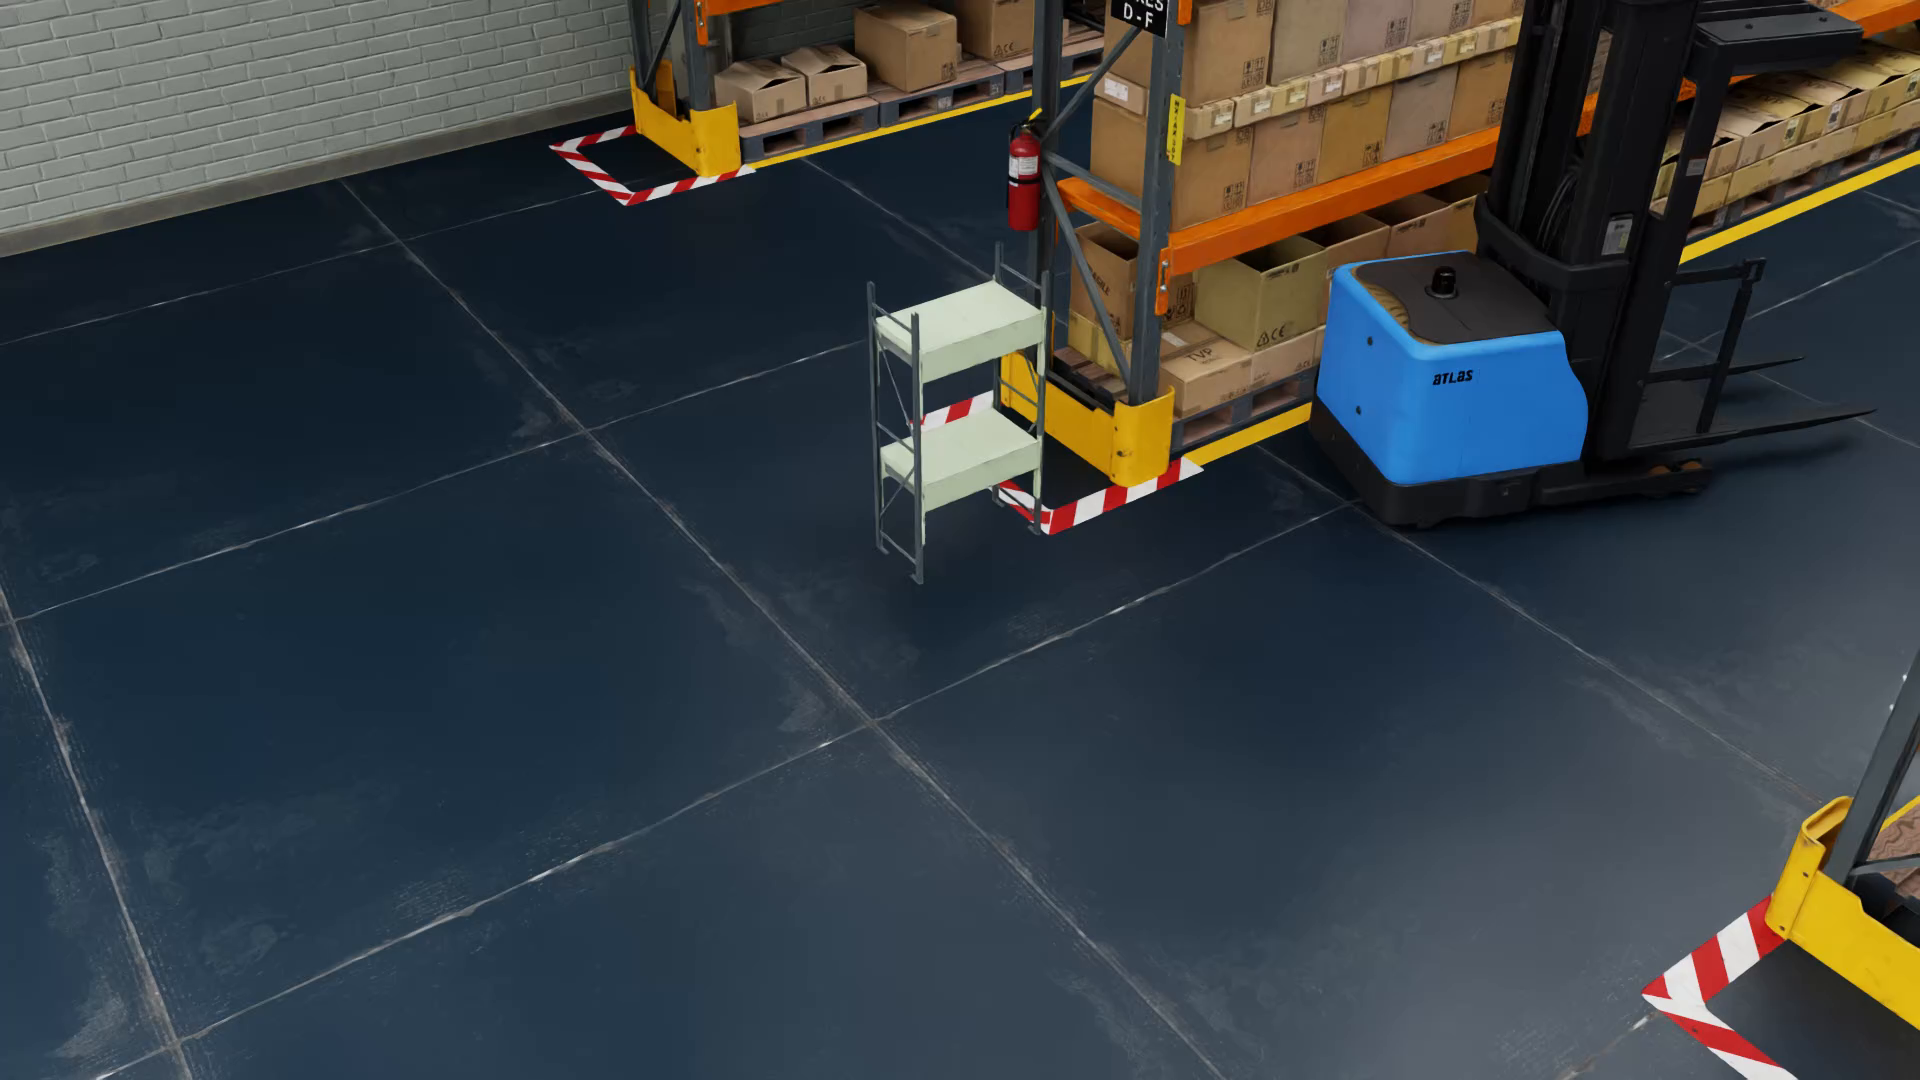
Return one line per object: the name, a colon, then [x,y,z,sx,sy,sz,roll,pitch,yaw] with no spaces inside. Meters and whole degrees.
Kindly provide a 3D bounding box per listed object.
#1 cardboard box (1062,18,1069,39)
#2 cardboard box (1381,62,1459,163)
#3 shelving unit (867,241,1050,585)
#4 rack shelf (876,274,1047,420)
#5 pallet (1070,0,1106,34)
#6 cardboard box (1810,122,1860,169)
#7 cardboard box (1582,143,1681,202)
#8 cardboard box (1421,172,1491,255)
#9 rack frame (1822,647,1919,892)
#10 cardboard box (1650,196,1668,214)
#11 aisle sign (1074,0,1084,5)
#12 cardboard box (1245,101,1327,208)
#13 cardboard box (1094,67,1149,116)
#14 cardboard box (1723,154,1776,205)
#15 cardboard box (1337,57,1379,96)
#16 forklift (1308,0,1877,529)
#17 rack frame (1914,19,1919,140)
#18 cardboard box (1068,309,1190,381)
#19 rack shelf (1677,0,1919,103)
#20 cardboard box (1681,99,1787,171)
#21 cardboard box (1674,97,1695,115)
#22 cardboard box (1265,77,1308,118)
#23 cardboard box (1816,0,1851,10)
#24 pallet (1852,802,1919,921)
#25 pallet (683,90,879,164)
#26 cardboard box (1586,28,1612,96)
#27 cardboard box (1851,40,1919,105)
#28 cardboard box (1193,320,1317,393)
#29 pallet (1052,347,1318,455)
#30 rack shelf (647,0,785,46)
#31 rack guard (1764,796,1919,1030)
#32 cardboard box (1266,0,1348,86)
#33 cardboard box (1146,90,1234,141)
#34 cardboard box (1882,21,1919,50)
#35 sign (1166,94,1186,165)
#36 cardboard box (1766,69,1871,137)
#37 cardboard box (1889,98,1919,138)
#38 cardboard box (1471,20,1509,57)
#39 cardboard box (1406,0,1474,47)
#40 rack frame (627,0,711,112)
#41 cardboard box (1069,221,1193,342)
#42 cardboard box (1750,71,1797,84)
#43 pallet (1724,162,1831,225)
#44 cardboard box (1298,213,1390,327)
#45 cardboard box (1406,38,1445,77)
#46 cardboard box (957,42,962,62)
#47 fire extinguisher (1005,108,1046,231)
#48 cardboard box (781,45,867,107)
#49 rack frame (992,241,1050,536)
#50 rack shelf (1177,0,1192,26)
cardboard box: [0.702,-4.373,14.124,0.250,0.166,0.380,-28,44,-33]
cardboard box: [2.362,-2.544,9.446,0.500,0.500,0.700,-21,41,-27]
shelving unit: [-0.005,-0.607,8.122,0.755,1.500,0.431,-22,41,-28]
rack shelf: [-0.005,-0.923,7.894,0.720,0.370,0.431,-22,41,-28]
pallet: [1.757,-4.669,14.875,1.213,0.211,1.003,-22,41,-28]
cardboard box: [6.126,-2.939,12.077,0.500,0.250,0.500,-21,41,-27]
cardboard box: [4.460,-2.478,10.955,0.500,0.311,0.500,-22,41,-28]
cardboard box: [2.903,-1.942,10.047,0.500,0.500,0.500,-22,41,-28]
rack frame: [3.559,0.535,5.251,0.127,3.000,1.000,-22,41,-28]
cardboard box: [4.451,-2.248,11.115,0.500,0.250,0.500,-23,42,-29]
aisle sign: [0.486,-3.004,7.945,0.004,0.787,0.394,-22,41,-28]
cardboard box: [1.524,-2.201,8.969,0.500,0.500,0.700,-21,41,-27]
cardboard box: [0.911,-2.354,8.626,0.250,0.149,0.380,-23,42,-29]
cardboard box: [5.291,-2.594,11.597,0.500,0.250,0.500,-24,42,-29]
cardboard box: [1.996,-2.512,8.845,0.250,0.149,0.380,-24,42,-29]
forklift: [3.521,-1.707,8.426,3.031,2.935,1.130,-8,37,-11]
rack frame: [7.248,-4.521,12.281,0.127,3.000,1.000,-22,41,-28]
cardboard box: [0.977,-1.206,9.667,0.500,0.250,0.500,-22,41,-28]
rack shelf: [5.613,-3.557,11.556,4.000,0.370,1.077,-22,41,-28]
cardboard box: [5.294,-2.819,11.428,0.500,0.311,0.500,-24,42,-29]
cardboard box: [4.975,-3.076,11.786,0.500,0.311,0.500,-22,41,-28]
cardboard box: [1.572,-2.337,8.603,0.250,0.149,0.380,-22,41,-28]
cardboard box: [5.886,-3.990,11.456,0.500,0.500,0.500,-25,42,-30]
pallet: [4.261,1.348,6.508,1.213,0.211,1.003,-22,41,-28]
pallet: [-1.401,-3.343,13.031,1.213,0.211,1.003,-22,41,-28]
cardboard box: [3.619,-3.064,10.169,0.500,0.500,0.700,-24,42,-29]
cardboard box: [6.962,-3.510,12.389,0.500,0.311,0.500,-21,41,-27]
cardboard box: [1.682,-1.129,9.559,0.500,0.250,0.500,-22,41,-28]
pallet: [1.310,-0.976,9.739,1.213,0.211,1.003,-22,41,-28]
rack shelf: [-0.513,-4.574,12.970,4.000,0.370,1.077,-22,41,-28]
rack guard: [3.594,1.502,6.047,0.348,0.500,1.175,-22,41,-28]
cardboard box: [1.568,-2.746,8.616,0.500,0.500,0.700,-24,42,-29]
cardboard box: [1.154,-2.164,8.362,0.250,0.149,0.380,-23,41,-28]
cardboard box: [7.877,-4.112,13.476,0.500,0.500,0.500,-21,41,-26]
sign: [1.024,-1.947,7.893,0.005,0.325,0.100,-22,41,-28]
cardboard box: [6.126,-3.163,11.908,0.500,0.311,0.500,-23,41,-28]
cardboard box: [6.958,-3.282,12.553,0.500,0.250,0.500,-21,41,-27]
cardboard box: [2.841,-2.860,9.330,0.250,0.149,0.380,-21,41,-27]
cardboard box: [2.389,-3.085,9.086,0.500,0.500,0.700,-22,41,-28]
rack frame: [-2.148,-4.194,11.825,0.127,3.000,1.000,-22,41,-28]
cardboard box: [0.976,-1.512,9.449,0.500,0.500,0.500,-22,41,-28]
cardboard box: [5.808,-3.416,12.259,0.500,0.311,0.500,-24,42,-29]
pallet: [5.556,-2.723,12.169,1.213,0.211,1.003,-22,41,-28]
cardboard box: [2.084,-1.607,9.582,0.500,0.500,0.500,-22,41,-28]
cardboard box: [2.410,-2.680,9.080,0.250,0.149,0.380,-22,41,-27]
cardboard box: [-0.197,-4.032,13.665,0.250,0.149,0.380,-26,43,-31]
fire extinguisher: [0.345,-1.981,8.815,0.183,0.674,0.296,-22,41,-28]
cardboard box: [-1.065,-3.662,13.012,0.500,0.311,0.500,-19,40,-24]
rack frame: [0.294,-0.730,8.293,0.023,1.500,0.400,-22,41,-28]
rack shelf: [2.344,-3.429,8.809,4.000,0.370,1.077,-22,41,-28]
